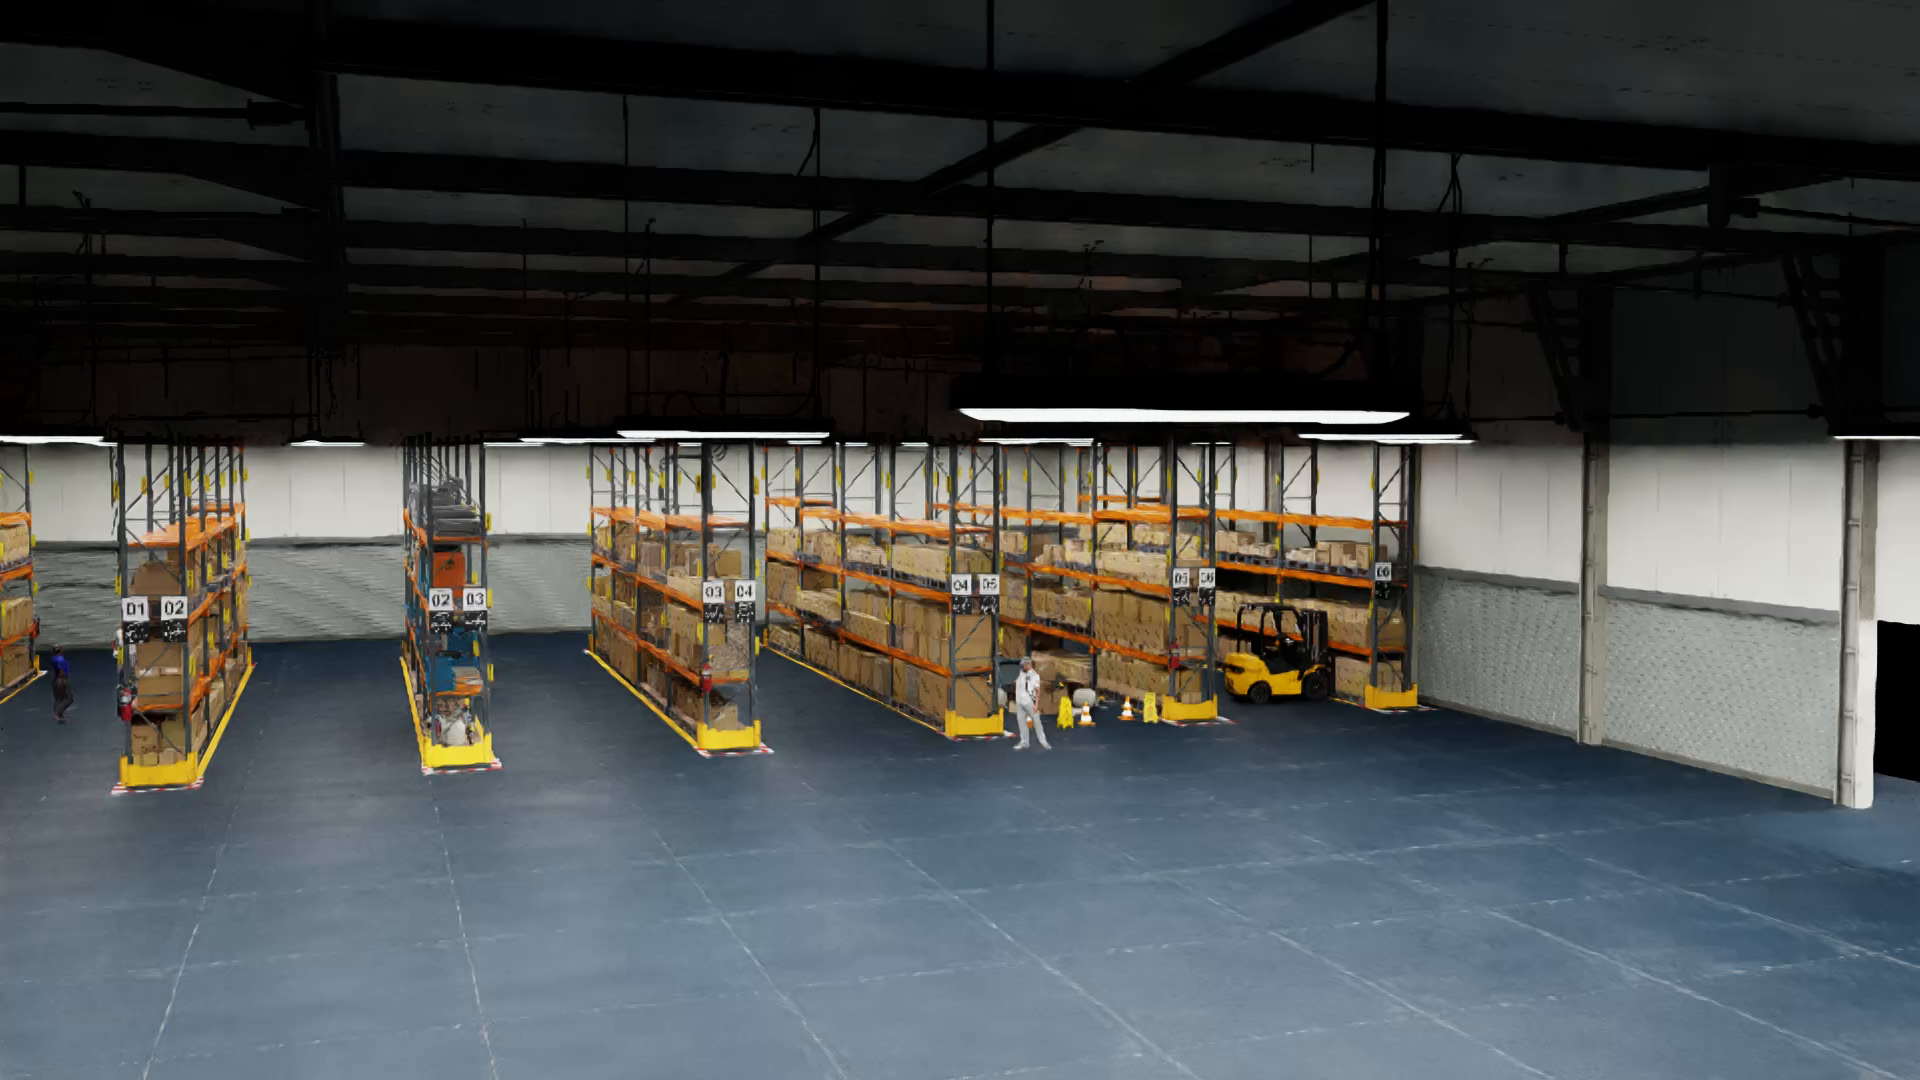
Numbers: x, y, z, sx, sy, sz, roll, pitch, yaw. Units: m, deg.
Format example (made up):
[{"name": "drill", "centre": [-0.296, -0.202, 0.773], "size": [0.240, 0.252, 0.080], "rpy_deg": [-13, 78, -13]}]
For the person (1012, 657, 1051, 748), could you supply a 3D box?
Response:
[{"name": "person", "centre": [1.371, 3.098, 31.711], "size": [0.744, 1.748, 0.512], "rpy_deg": [3, 4, 41]}]

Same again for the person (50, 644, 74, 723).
[{"name": "person", "centre": [-18.701, 2.981, 34.529], "size": [0.501, 1.655, 0.422], "rpy_deg": [3, 4, 42]}]

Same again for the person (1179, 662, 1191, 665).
[{"name": "person", "centre": [5.221, 2.713, 38.965], "size": [0.499, 1.676, 0.415], "rpy_deg": [2, 4, 38]}]

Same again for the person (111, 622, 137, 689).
[{"name": "person", "centre": [-19.699, 2.685, 39.322], "size": [0.689, 1.734, 0.522], "rpy_deg": [-1, 3, -21]}]
